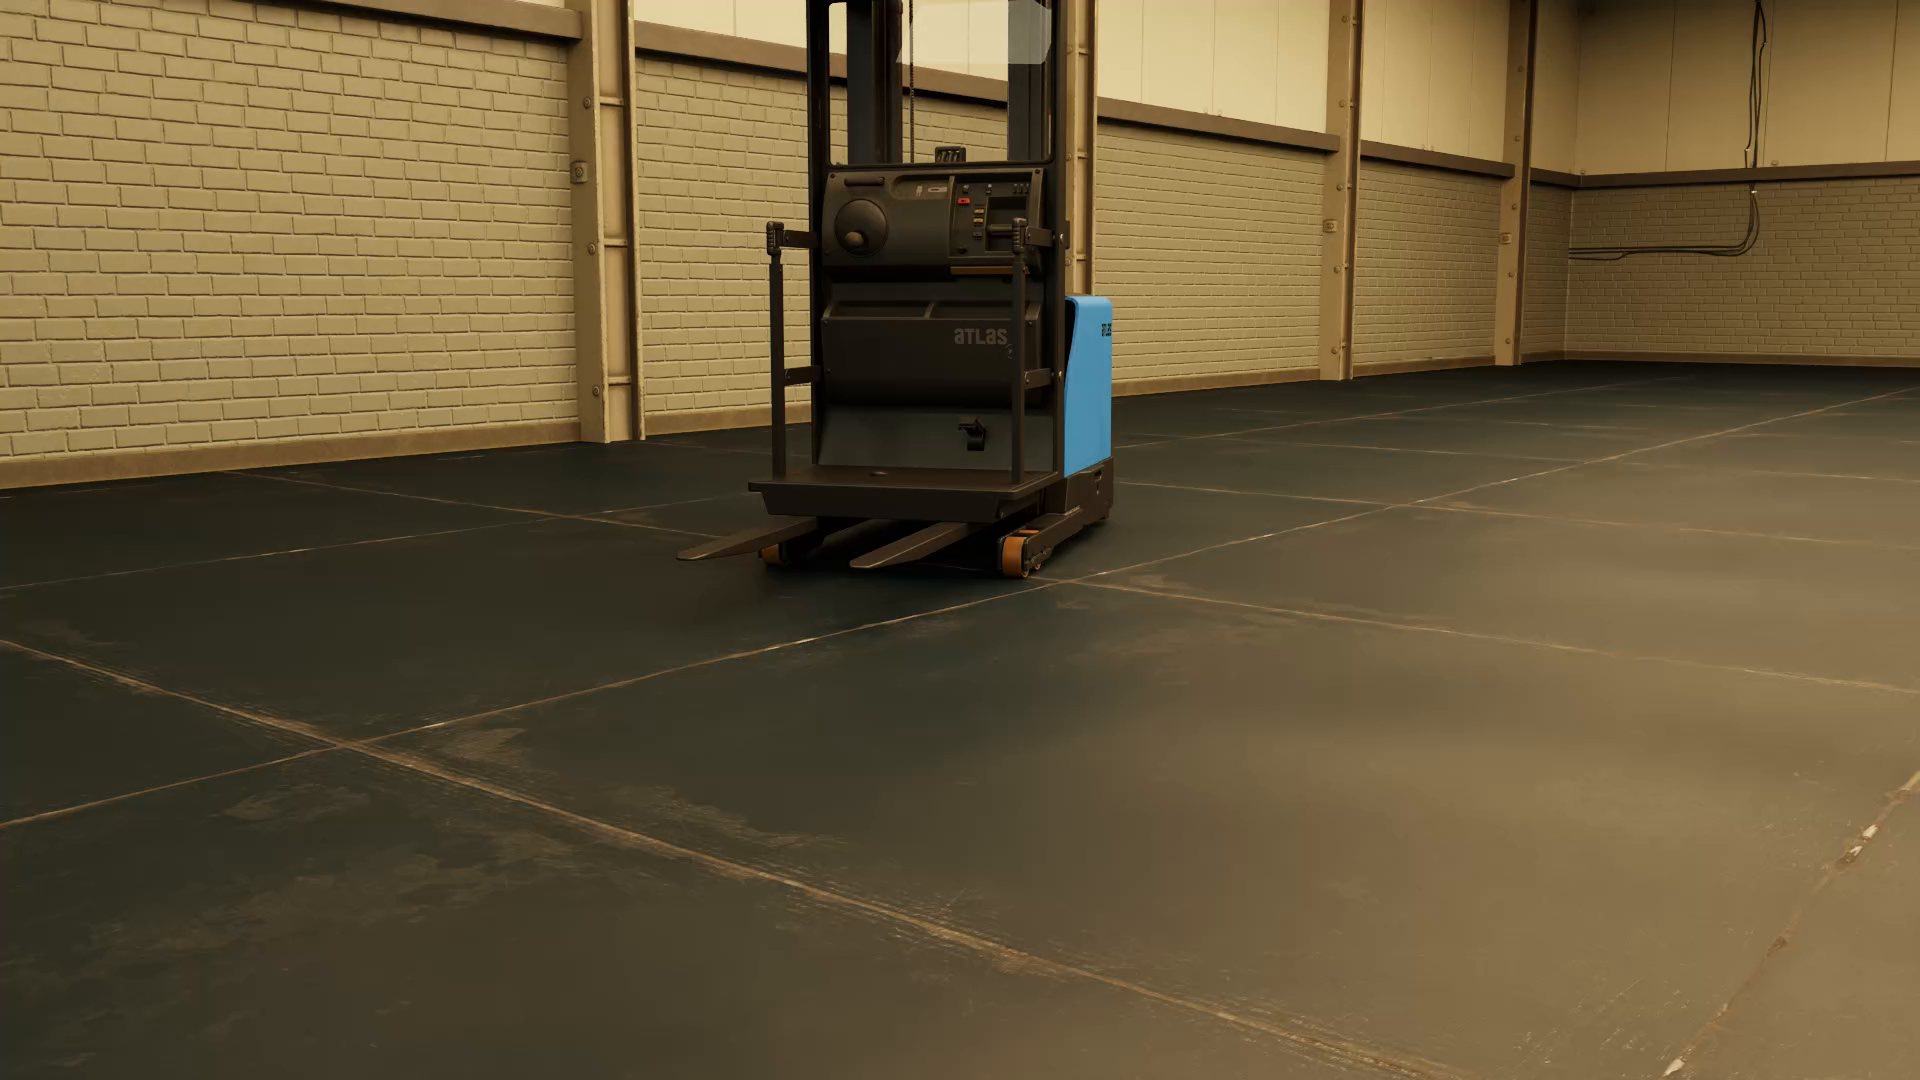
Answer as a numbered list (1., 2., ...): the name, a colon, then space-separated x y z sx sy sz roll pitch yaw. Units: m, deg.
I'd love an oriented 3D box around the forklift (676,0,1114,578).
1. forklift: -0.176 -1.366 6.616 1.130 2.935 3.031 3 9 17
